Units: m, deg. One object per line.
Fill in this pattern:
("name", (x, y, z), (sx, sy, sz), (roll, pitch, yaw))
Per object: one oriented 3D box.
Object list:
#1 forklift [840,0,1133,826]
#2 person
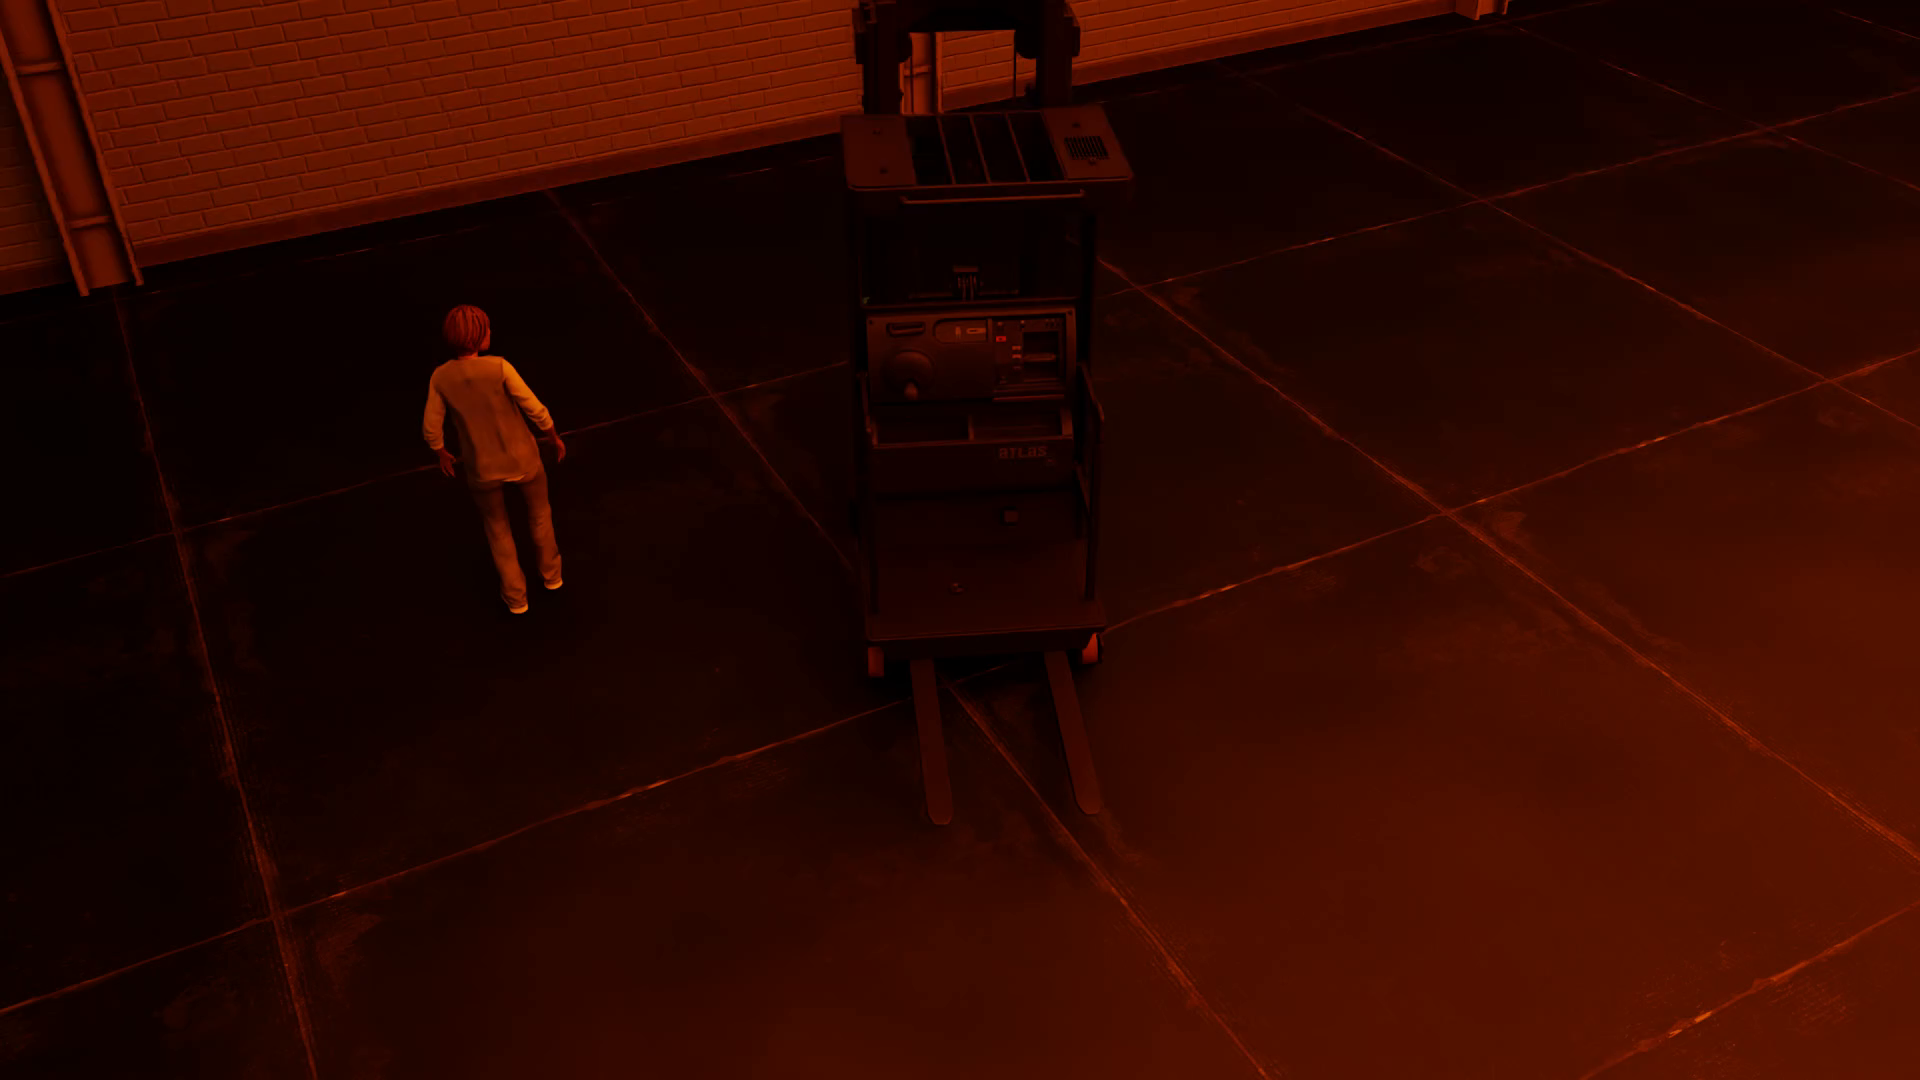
("forklift", (0.077, -0.760, 7.199), (1.130, 2.935, 3.031), (-3, 35, -5))
("person", (-2.175, -0.387, 7.845), (0.618, 1.581, 0.449), (-8, 36, -11))
